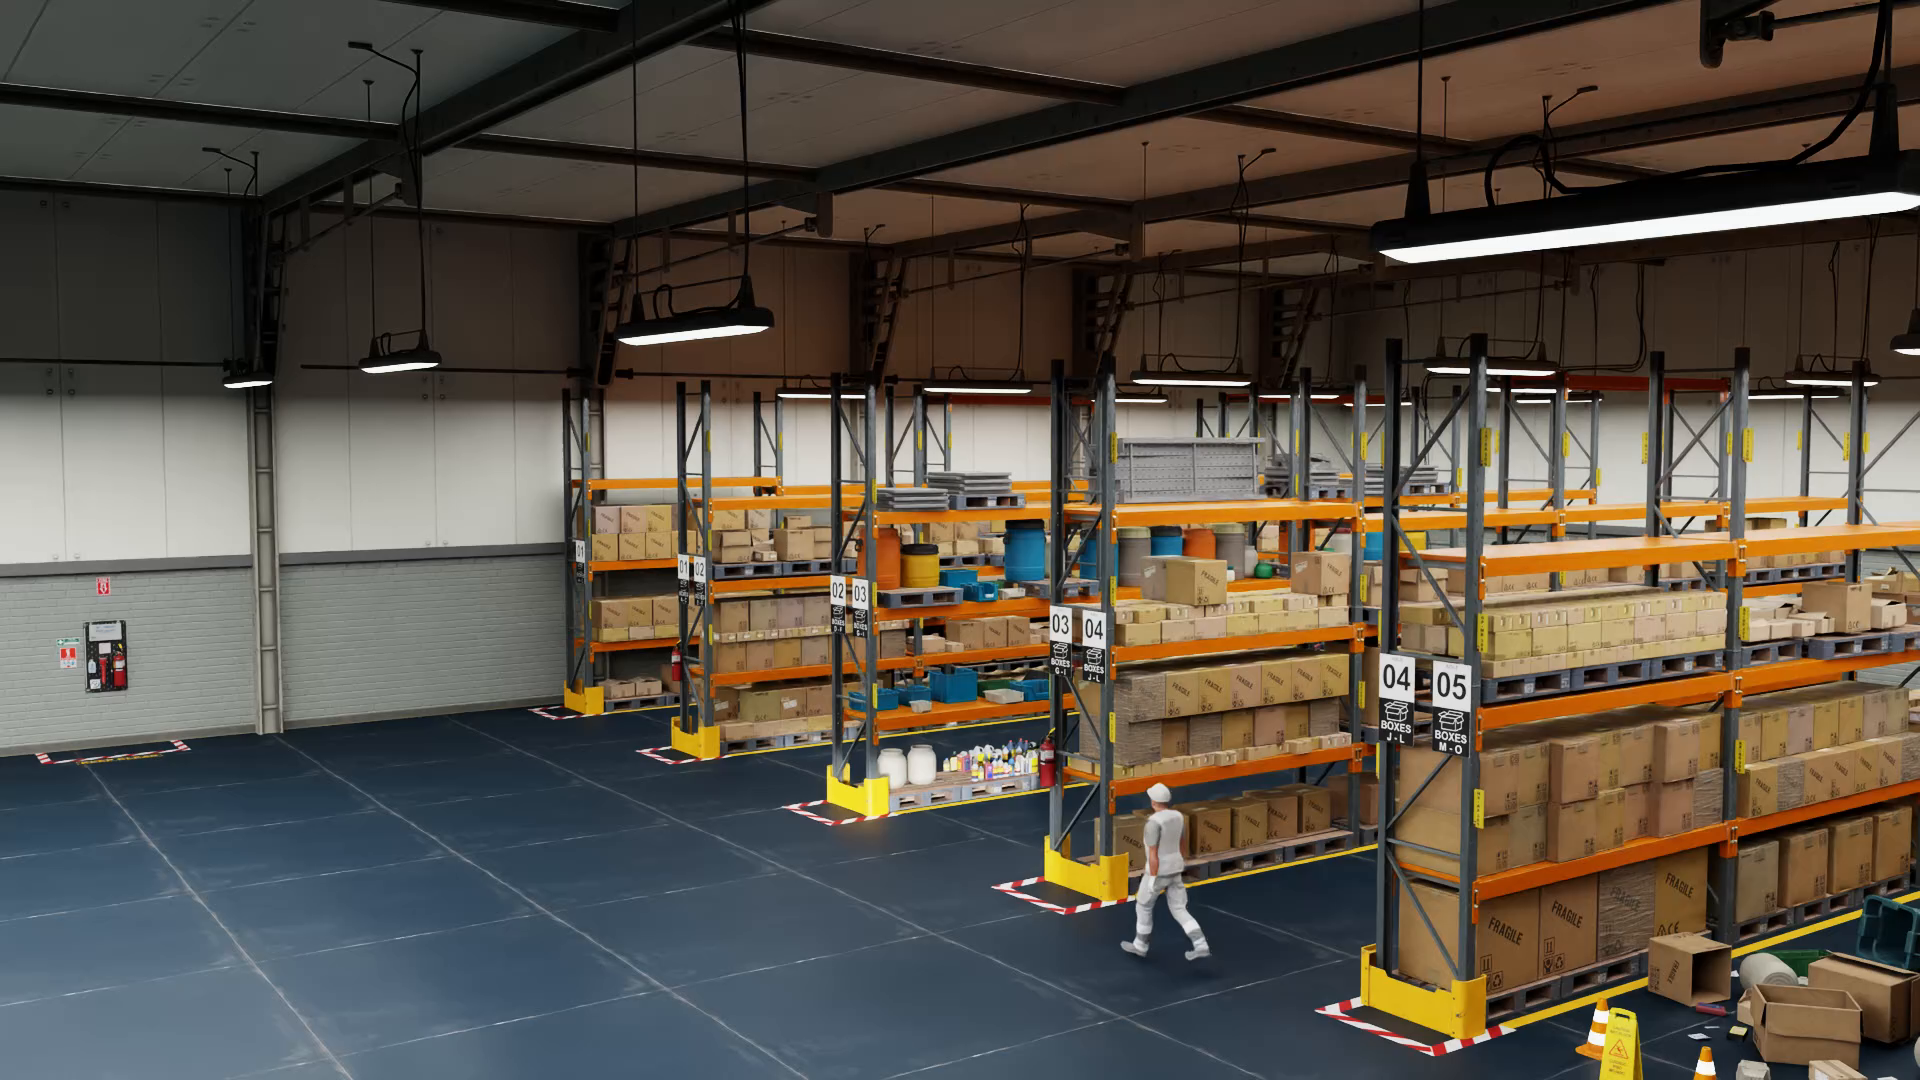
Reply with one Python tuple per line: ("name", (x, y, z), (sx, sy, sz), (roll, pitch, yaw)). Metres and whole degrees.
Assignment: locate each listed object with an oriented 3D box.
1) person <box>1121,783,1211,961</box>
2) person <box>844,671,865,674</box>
("person", (2.019, 3.246, 16.208), (0.597, 1.754, 1.034), (-3, 5, -41))
("person", (-1.958, 2.214, 32.359), (0.622, 1.724, 1.056), (3, 5, 41))
